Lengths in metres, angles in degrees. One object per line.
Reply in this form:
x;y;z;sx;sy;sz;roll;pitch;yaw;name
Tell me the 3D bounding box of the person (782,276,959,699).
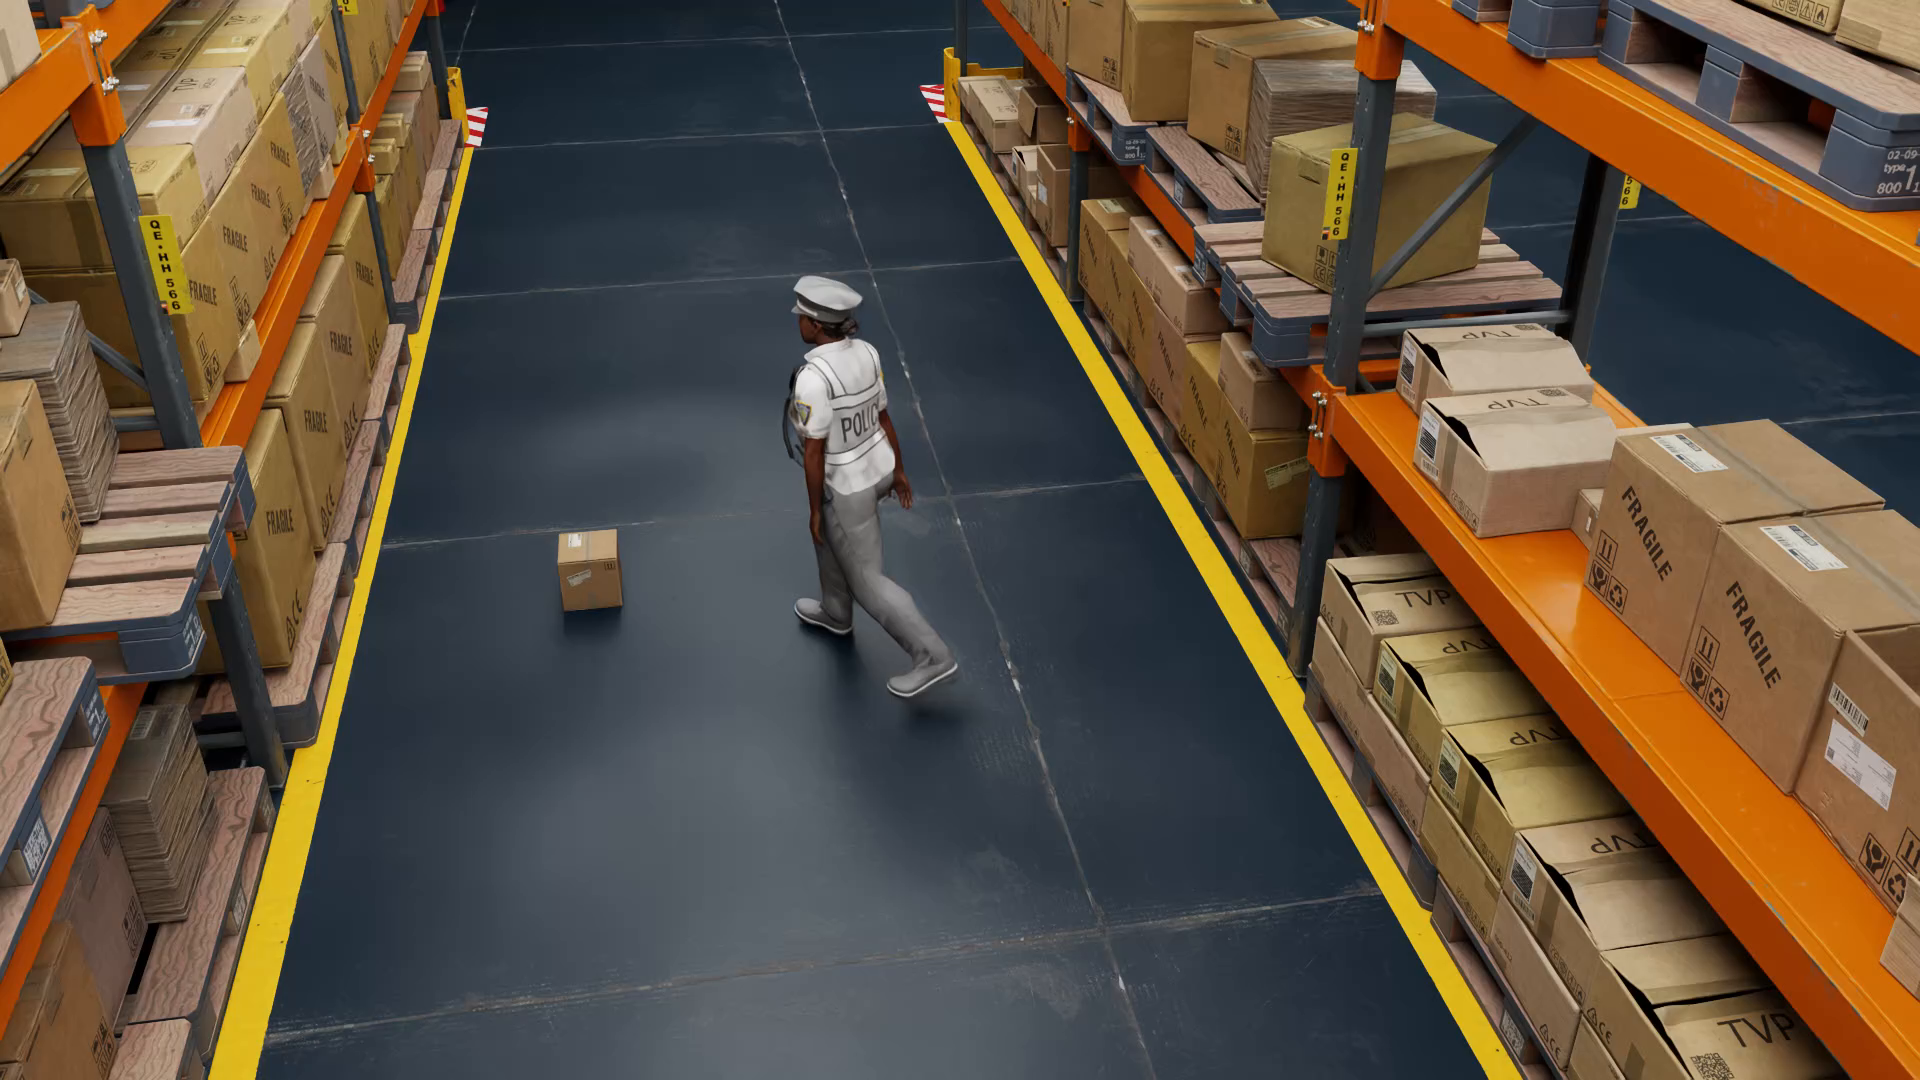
-0.386;-0.209;6.493;0.881;1.609;0.510;16;34;24;person
